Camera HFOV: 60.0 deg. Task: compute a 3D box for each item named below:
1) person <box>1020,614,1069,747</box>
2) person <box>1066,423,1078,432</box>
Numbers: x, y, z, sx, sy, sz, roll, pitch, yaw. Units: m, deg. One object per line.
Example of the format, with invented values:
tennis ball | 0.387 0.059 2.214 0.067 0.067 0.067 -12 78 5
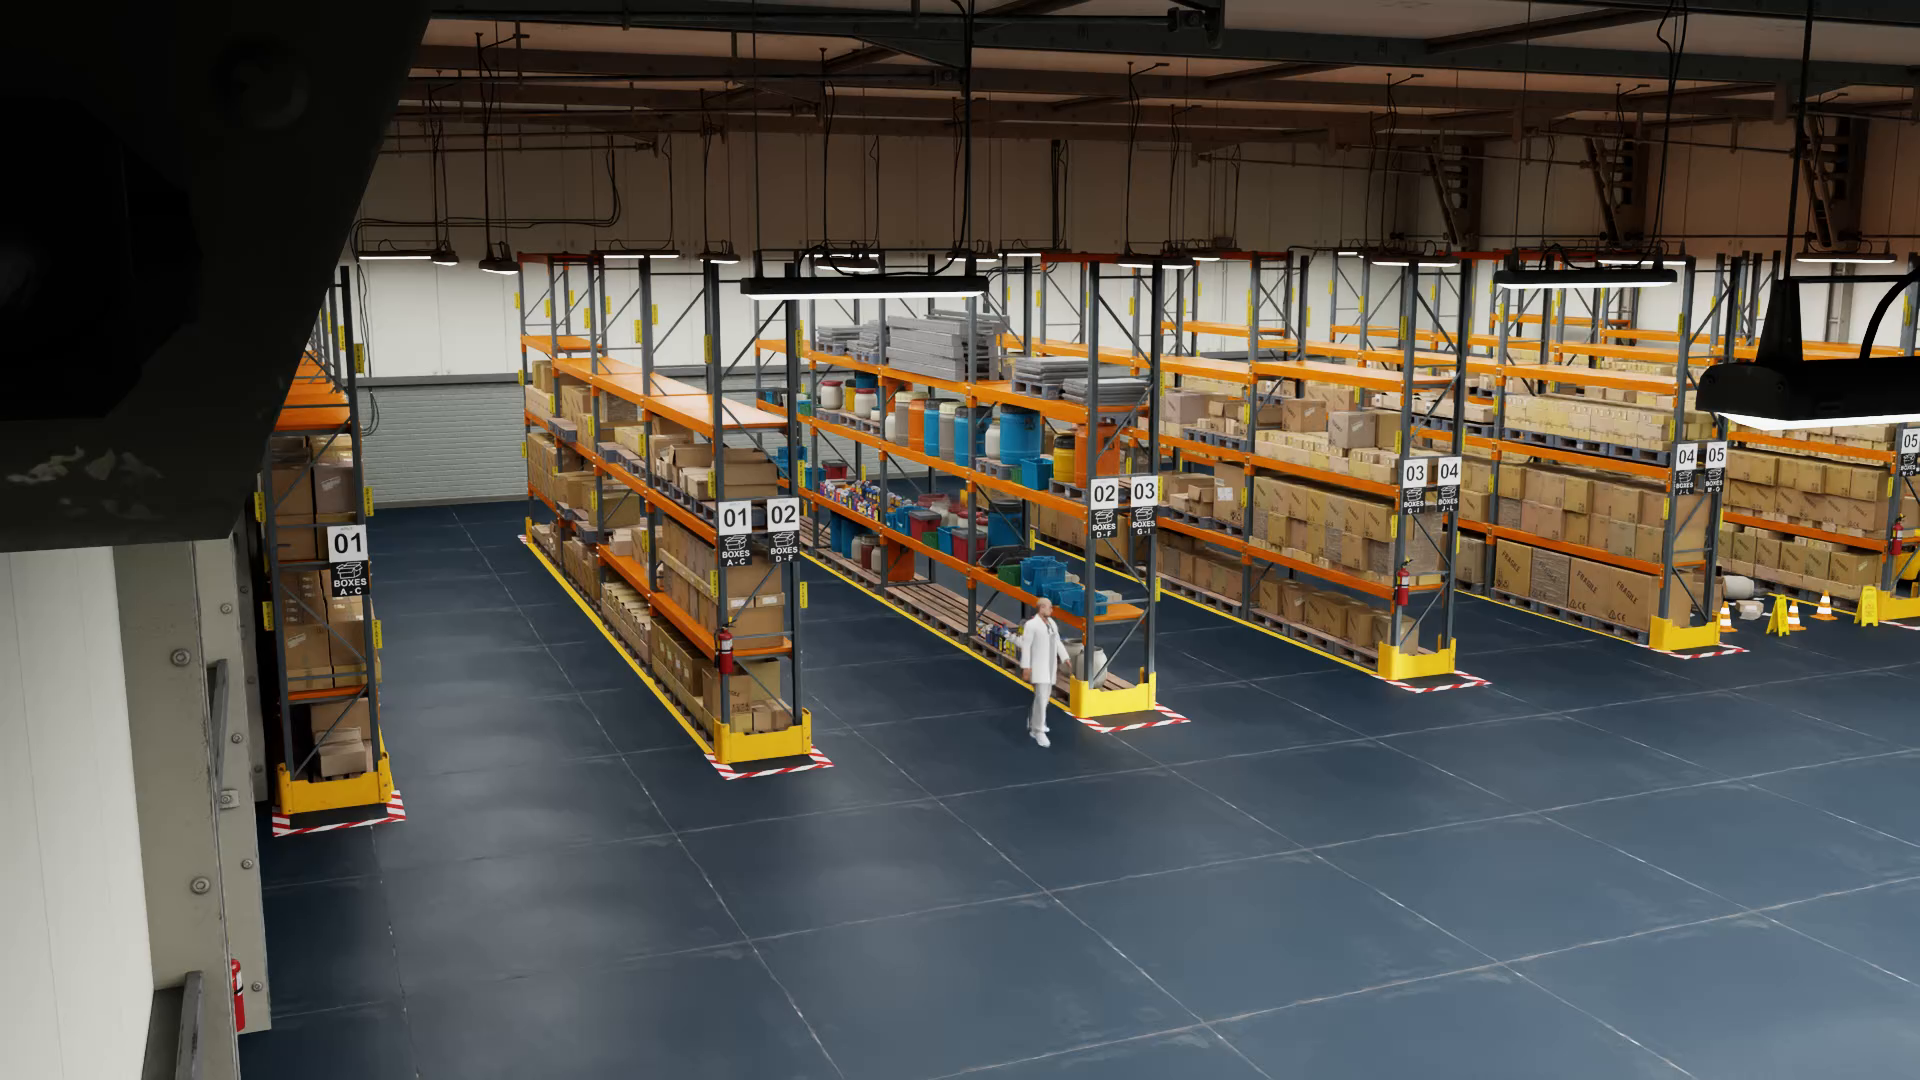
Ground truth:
person | 1.065 1.740 21.206 0.688 1.597 0.709 9 13 39
person | 2.914 -2.277 42.863 0.750 1.680 0.674 -2 11 -11
